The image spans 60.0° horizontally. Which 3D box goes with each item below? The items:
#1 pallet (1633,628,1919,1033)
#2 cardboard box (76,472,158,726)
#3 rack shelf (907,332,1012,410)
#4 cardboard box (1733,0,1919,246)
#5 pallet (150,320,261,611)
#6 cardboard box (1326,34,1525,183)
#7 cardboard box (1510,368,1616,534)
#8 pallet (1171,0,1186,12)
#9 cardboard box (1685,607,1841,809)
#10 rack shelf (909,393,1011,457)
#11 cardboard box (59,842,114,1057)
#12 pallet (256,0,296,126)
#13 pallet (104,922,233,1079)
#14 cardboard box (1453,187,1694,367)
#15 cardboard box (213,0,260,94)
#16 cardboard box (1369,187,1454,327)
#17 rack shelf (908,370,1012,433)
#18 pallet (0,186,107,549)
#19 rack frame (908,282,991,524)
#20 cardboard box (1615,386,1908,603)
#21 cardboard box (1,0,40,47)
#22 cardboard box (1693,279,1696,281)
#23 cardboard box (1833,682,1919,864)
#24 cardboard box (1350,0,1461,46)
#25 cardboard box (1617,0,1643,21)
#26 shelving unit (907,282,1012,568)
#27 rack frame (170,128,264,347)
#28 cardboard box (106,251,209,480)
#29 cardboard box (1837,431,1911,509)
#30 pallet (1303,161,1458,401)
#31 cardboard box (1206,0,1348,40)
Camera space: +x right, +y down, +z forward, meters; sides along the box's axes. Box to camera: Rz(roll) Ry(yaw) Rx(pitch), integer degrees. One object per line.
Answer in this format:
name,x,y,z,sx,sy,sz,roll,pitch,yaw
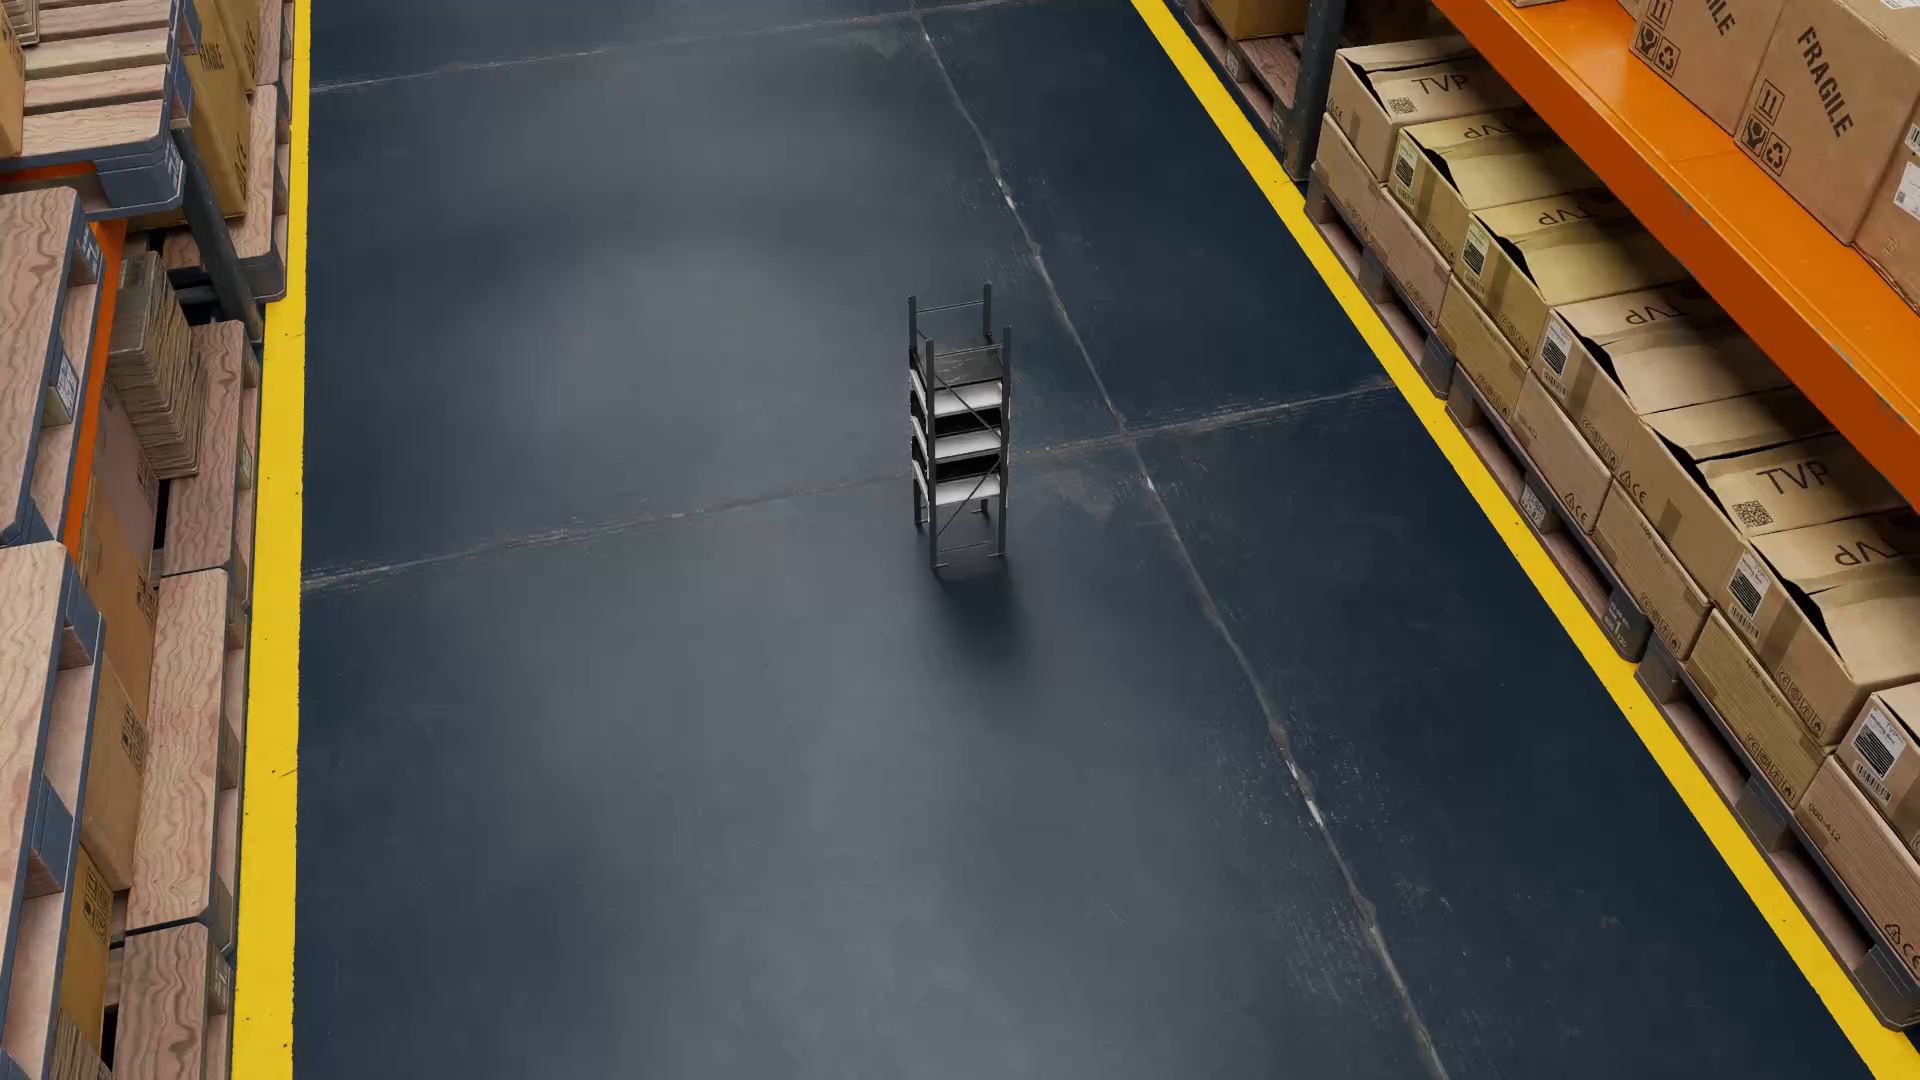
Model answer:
pallet,2.600,0.631,4.483,1.003,0.211,1.213,-11,47,-10
cardboard box,-2.577,0.227,4.370,0.700,0.500,0.500,-11,47,-11
rack shelf,-0.002,-0.486,4.765,0.258,0.077,0.200,-11,47,-10
cardboard box,2.382,-1.121,4.178,0.500,0.500,0.500,-11,47,-10
pallet,-2.787,-0.181,5.279,1.003,0.211,1.213,-11,47,-10
cardboard box,1.652,-1.570,5.927,0.500,0.311,0.500,-9,46,-9
cardboard box,2.052,-0.315,5.090,0.500,0.250,0.500,-10,46,-10
pallet,1.339,-2.992,8.034,1.003,0.211,1.213,-11,47,-10
cardboard box,2.312,0.390,4.399,0.500,0.250,0.500,-11,47,-11
rack shelf,-0.002,-0.360,4.894,0.258,0.077,0.200,-11,47,-10
cardboard box,-2.347,0.934,3.677,0.700,0.500,0.500,-12,47,-11
pallet,-3.423,-2.119,7.179,1.003,0.211,1.213,-11,47,-10
pallet,-2.162,1.504,3.628,1.003,0.211,1.213,-11,47,-10
cardboard box,1.923,-0.857,5.228,0.500,0.311,0.500,-12,47,-11
cardboard box,-3.265,-2.229,6.545,0.750,0.750,0.750,-11,47,-11
cardboard box,1.782,-1.027,5.787,0.500,0.250,0.500,-12,47,-11
rack shelf,-0.002,-0.423,4.829,0.258,0.077,0.200,-11,47,-10
pallet,-2.439,-0.270,3.549,1.003,0.211,1.213,-11,47,-10
rack frame,-0.028,-0.391,5.003,0.240,0.900,0.006,-11,47,-10
cardboard box,2.181,-0.154,4.539,0.500,0.311,0.500,-11,47,-10
cardboard box,-2.856,-1.563,4.303,0.700,0.500,0.500,-16,48,-15
cardboard box,2.440,-0.962,5.331,0.500,0.311,0.500,-11,47,-11
cardboard box,2.445,0.549,3.850,0.500,0.311,0.500,-11,47,-10
cardboard box,1.962,-2.250,6.797,0.500,0.500,0.500,-9,46,-9
cardboard box,2.183,-1.647,4.939,0.380,0.149,0.250,-8,46,-7
shelving unit,-0.002,-0.321,4.934,0.258,0.900,0.210,-11,47,-10
rack frame,-2.986,-1.696,4.812,1.000,3.000,0.127,-11,47,-10
cardboard box,-2.751,-0.488,5.070,0.700,0.500,0.500,-10,46,-10
cardboard box,2.704,-0.258,4.642,0.500,0.311,0.500,-12,47,-12
pallet,1.975,-1.053,6.134,1.003,0.211,1.213,-11,47,-10
cardboard box,1.336,-2.487,7.029,0.500,0.500,0.500,-9,46,-9
